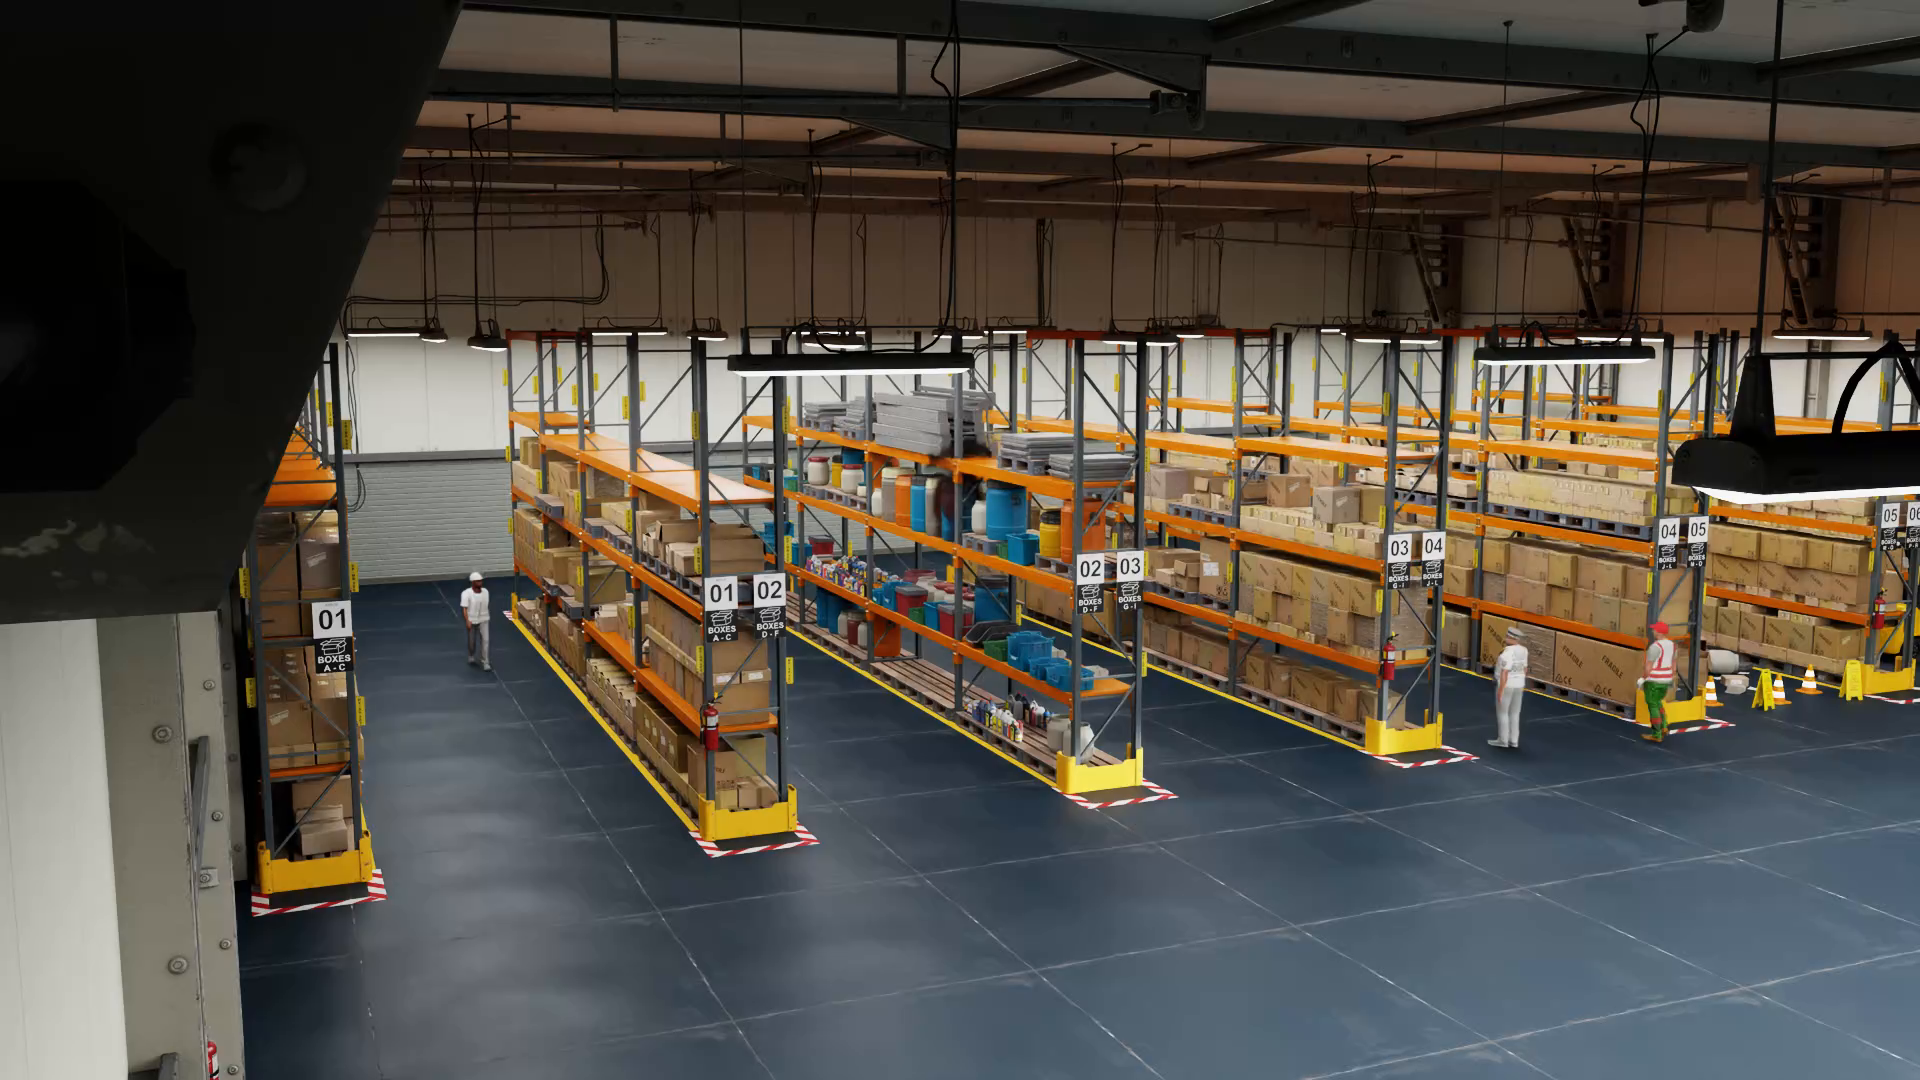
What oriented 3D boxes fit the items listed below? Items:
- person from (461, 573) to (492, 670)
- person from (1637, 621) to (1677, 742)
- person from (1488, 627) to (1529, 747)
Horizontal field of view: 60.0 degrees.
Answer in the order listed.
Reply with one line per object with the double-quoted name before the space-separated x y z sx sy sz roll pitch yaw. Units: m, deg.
"person" -8.643 1.444 29.718 0.529 1.724 1.042 -3 8 -22
"person" 10.337 2.096 24.665 0.587 1.816 0.453 -2 8 -14
"person" 8.080 2.142 24.362 0.547 1.771 0.416 -2 8 -15
